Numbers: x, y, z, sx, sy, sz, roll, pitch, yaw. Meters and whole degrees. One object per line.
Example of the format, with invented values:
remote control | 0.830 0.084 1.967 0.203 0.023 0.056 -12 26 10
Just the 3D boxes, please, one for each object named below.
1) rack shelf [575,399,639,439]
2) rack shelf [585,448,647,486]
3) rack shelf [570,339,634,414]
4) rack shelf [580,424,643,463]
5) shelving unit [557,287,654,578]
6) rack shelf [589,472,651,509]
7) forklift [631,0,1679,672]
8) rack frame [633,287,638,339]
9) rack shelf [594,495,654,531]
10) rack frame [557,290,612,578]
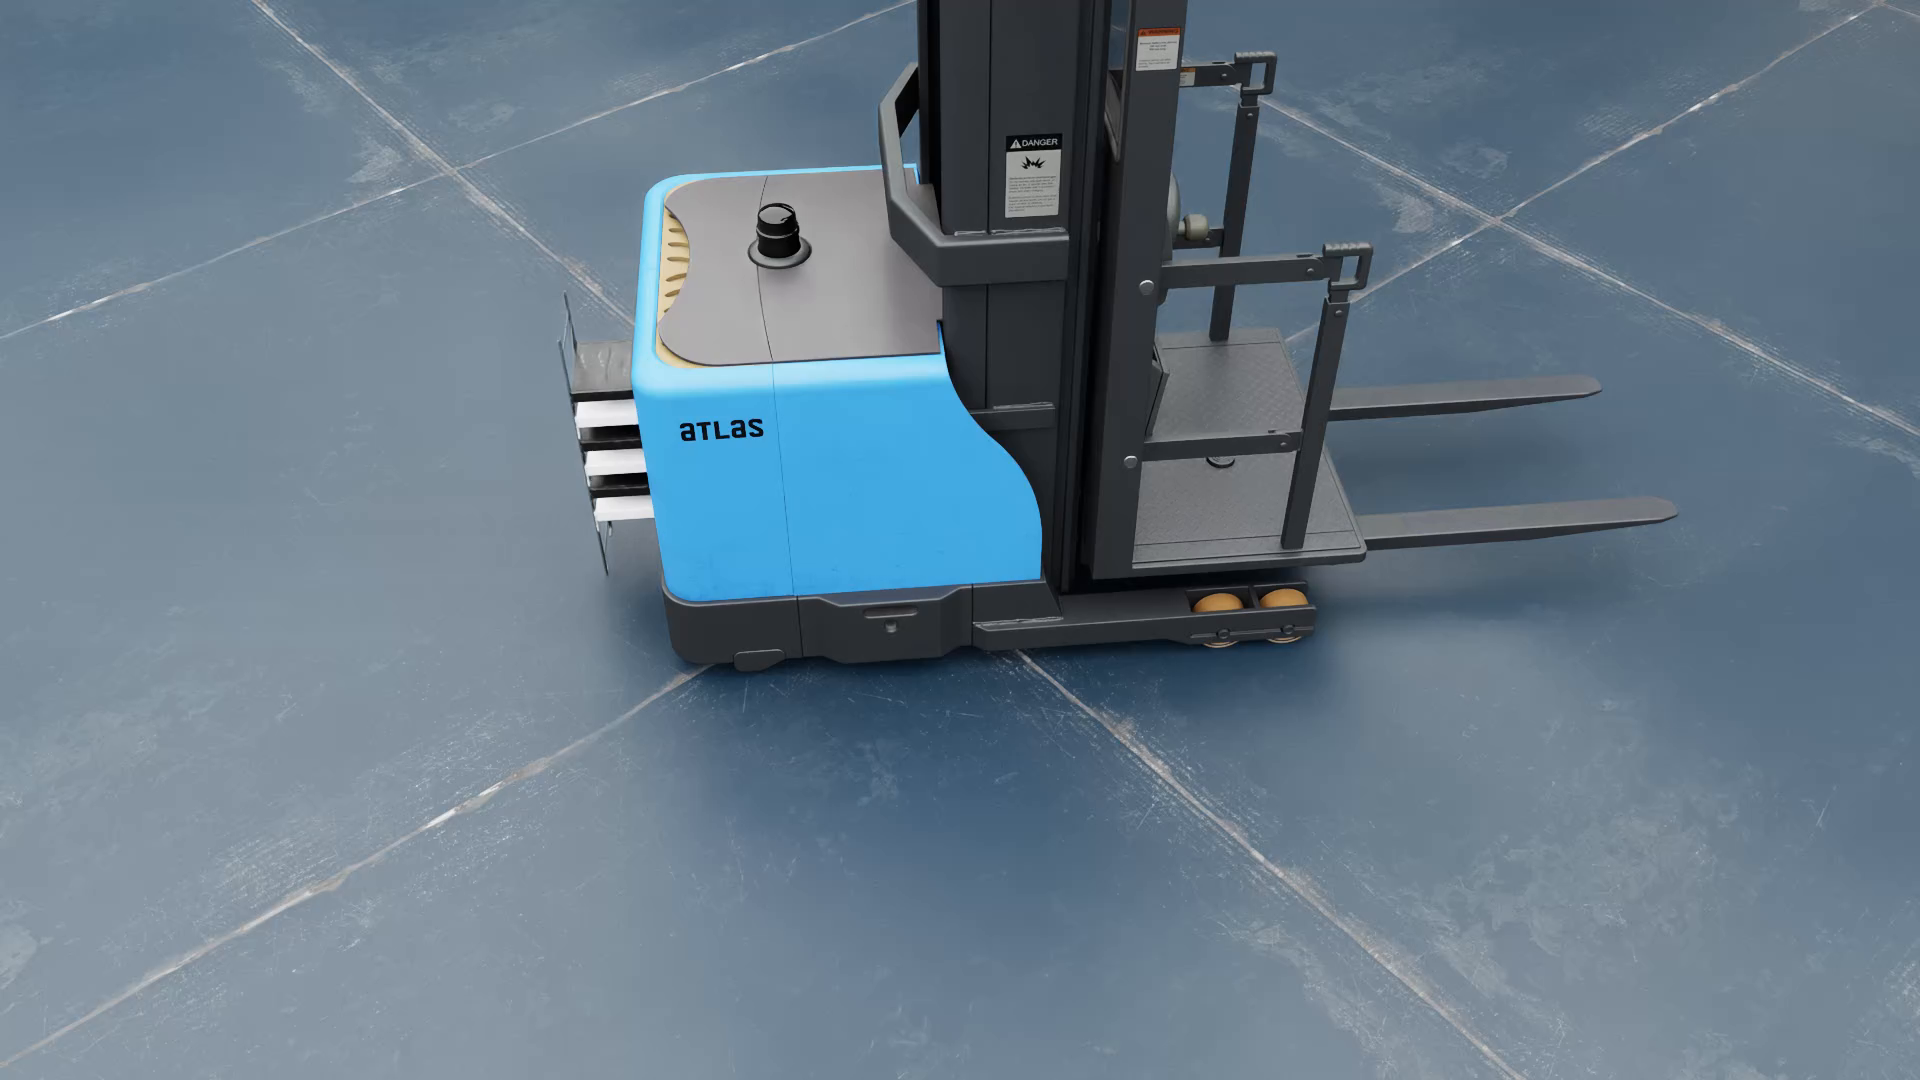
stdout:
rack shelf | -0.999 -0.407 4.811 0.200 0.077 0.258 -4 43 -4
rack shelf | -0.999 -0.275 4.935 0.200 0.077 0.258 -4 43 -4
rack shelf | -0.999 -0.472 4.750 0.200 0.077 0.258 -4 43 -4
rack shelf | -0.999 -0.341 4.873 0.200 0.077 0.258 -4 43 -4
shelving unit | -0.999 -0.300 4.912 0.210 0.900 0.258 -4 43 -4
rack shelf | -0.999 -0.210 4.996 0.200 0.077 0.258 -4 43 -4
forklift | 0.628 -1.110 4.291 3.031 2.935 1.130 -4 43 -4
rack frame | -0.898 -0.306 4.919 0.006 0.900 0.240 -4 43 -4
rack shelf | -0.999 -0.144 5.058 0.200 0.077 0.258 -4 43 -4
rack frame | -1.100 -0.293 4.905 0.006 0.900 0.240 -4 43 -4
